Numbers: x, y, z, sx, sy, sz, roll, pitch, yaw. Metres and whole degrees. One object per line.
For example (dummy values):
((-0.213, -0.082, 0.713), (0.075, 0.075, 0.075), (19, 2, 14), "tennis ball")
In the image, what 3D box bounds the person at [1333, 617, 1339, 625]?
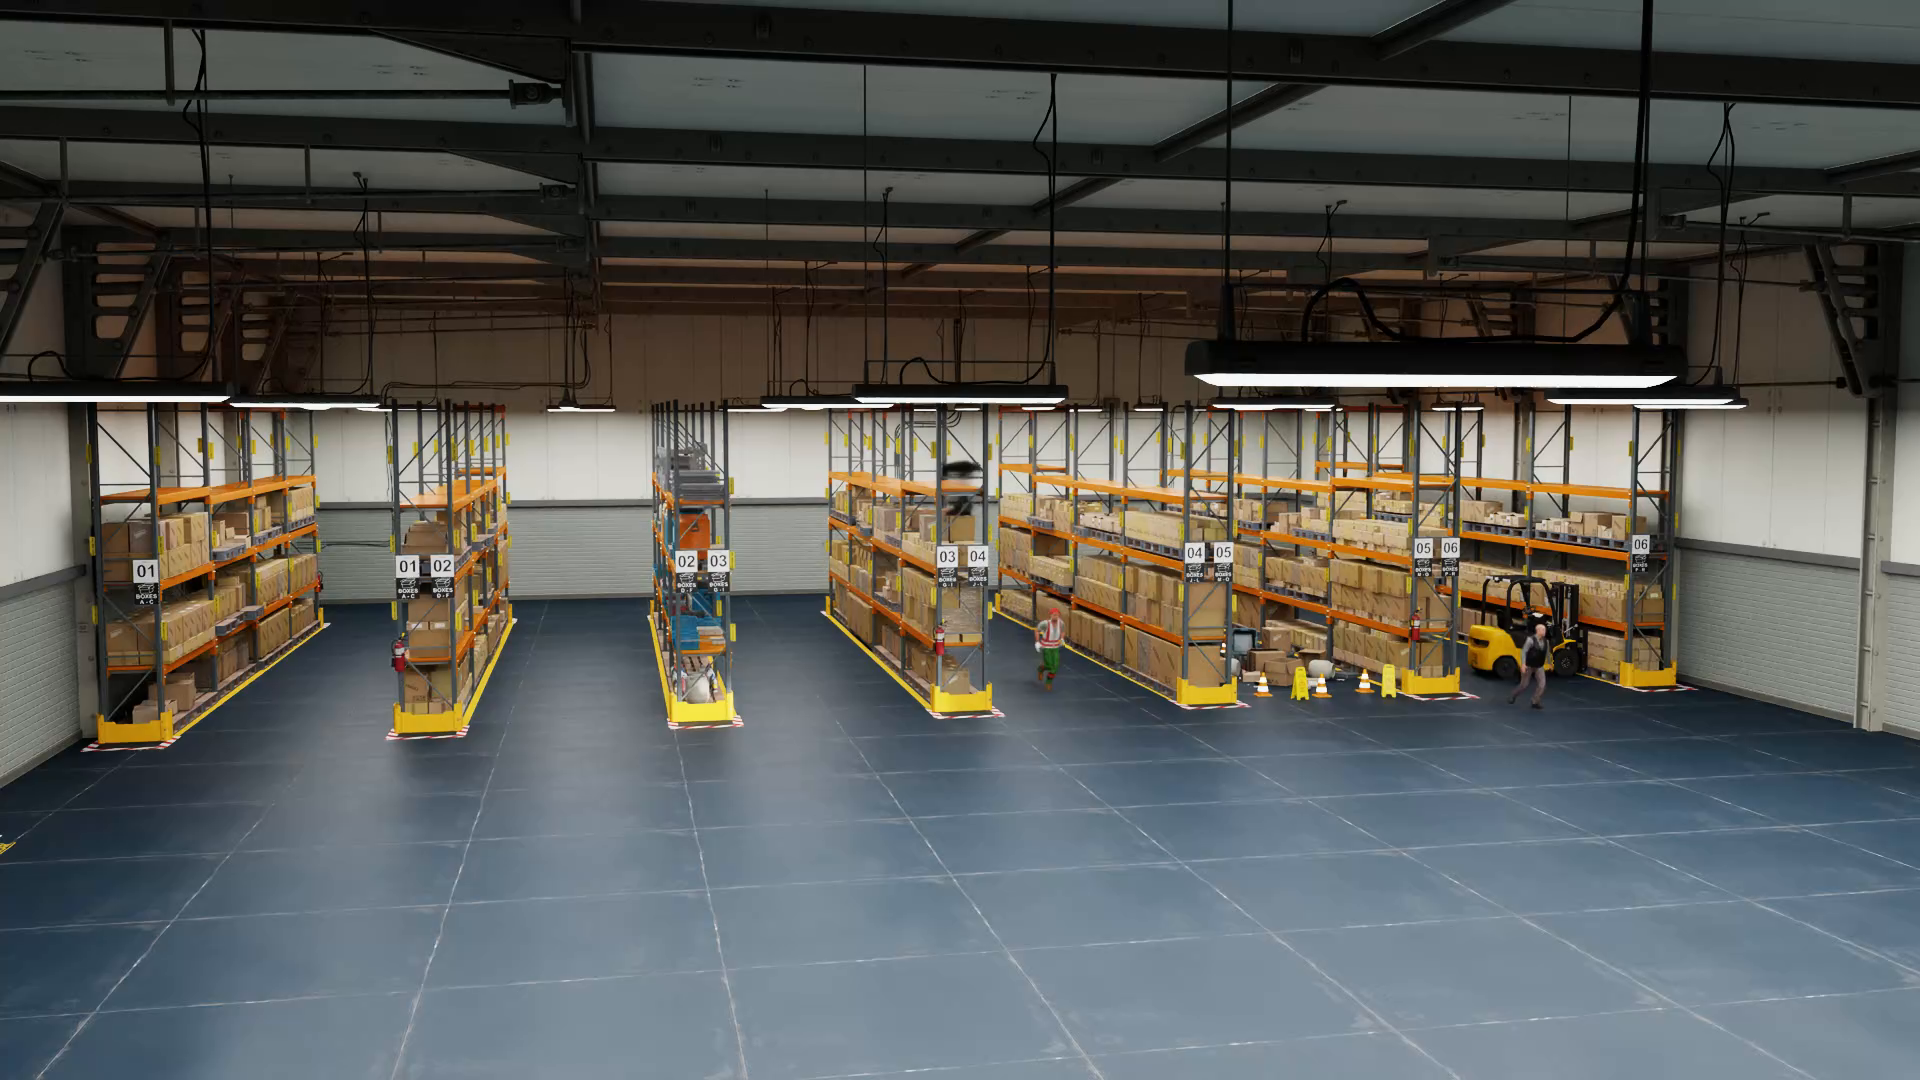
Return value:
((9.793, 1.699, 42.626), (0.490, 1.613, 0.886), (-1, 5, -19), "person")

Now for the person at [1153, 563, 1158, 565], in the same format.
((5.369, 1.497, 44.511), (0.665, 1.732, 0.841), (-3, 5, -32), "person")

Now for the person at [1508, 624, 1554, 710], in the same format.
((11.154, 2.448, 32.512), (0.699, 1.658, 0.759), (-2, 5, -22), "person")

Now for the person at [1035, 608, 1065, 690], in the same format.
((1.882, 2.253, 34.768), (0.644, 1.719, 0.723), (-2, 5, -30), "person")
